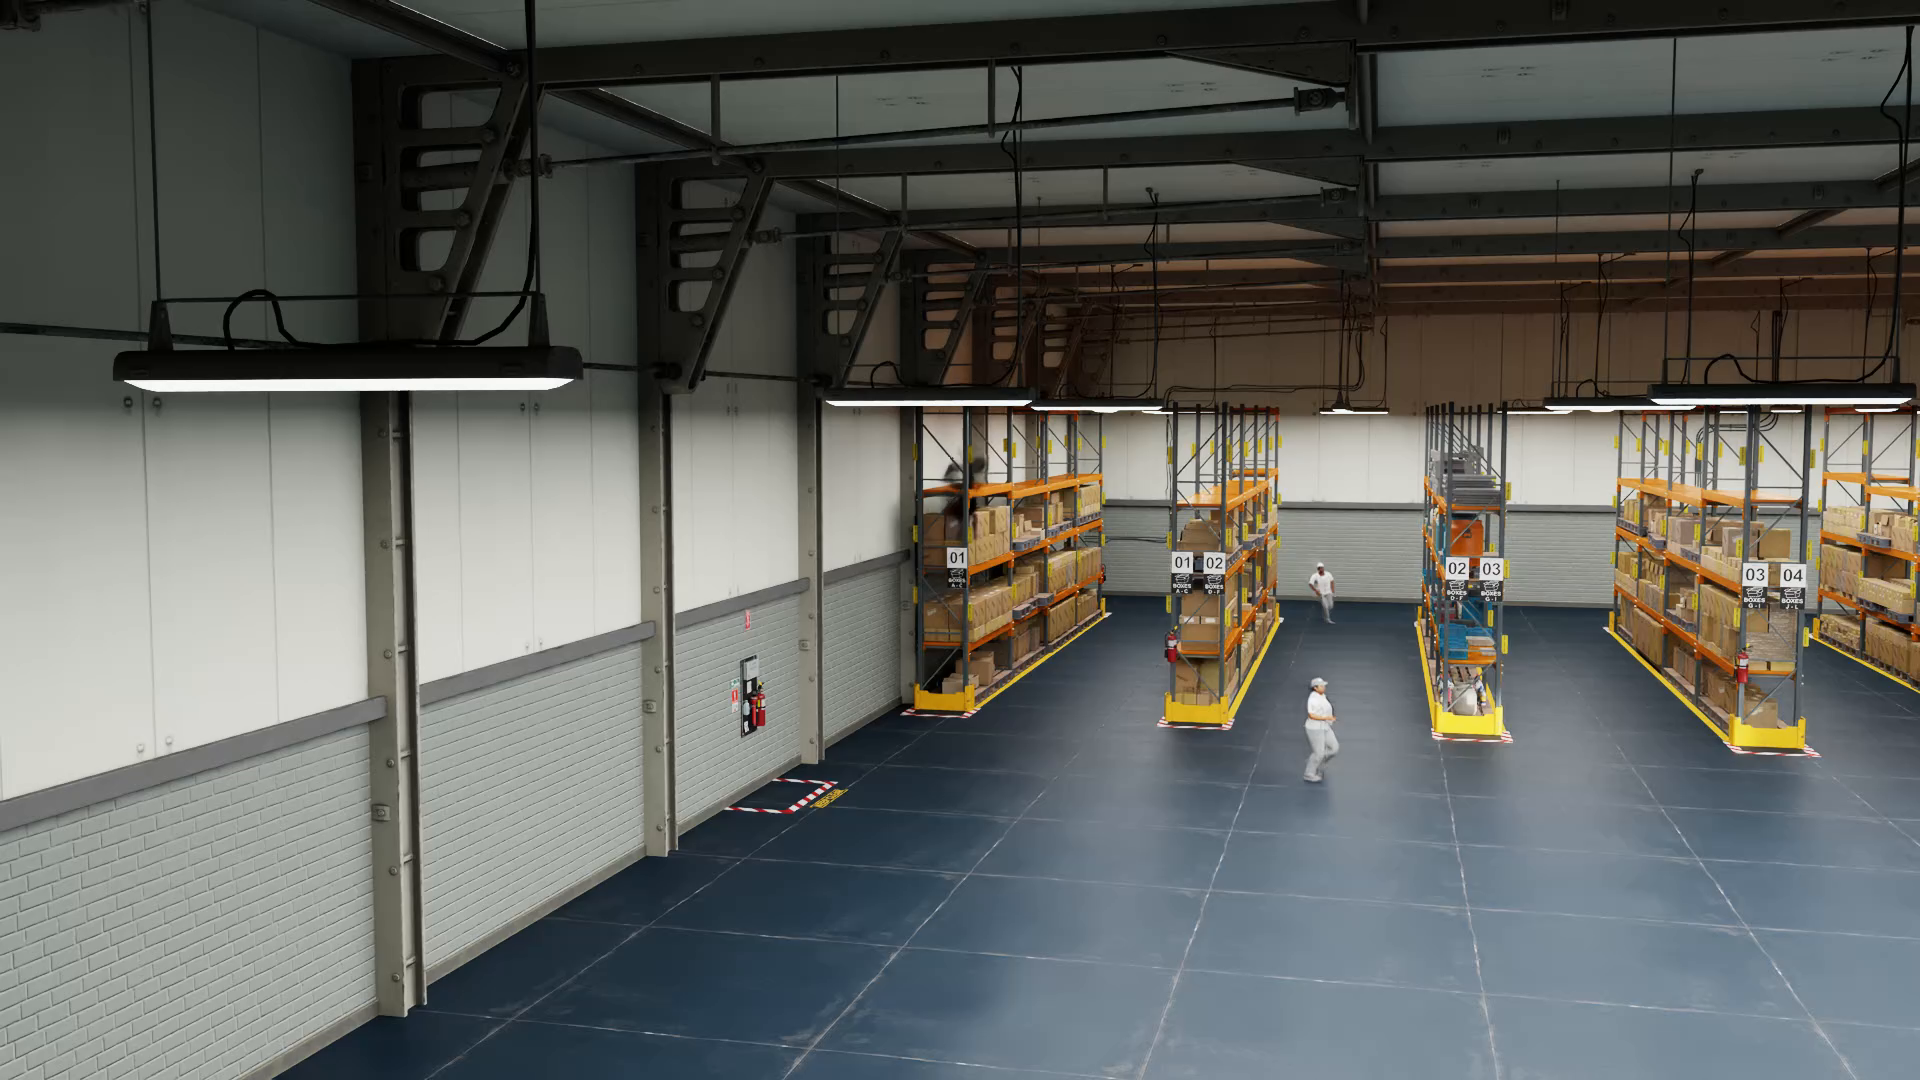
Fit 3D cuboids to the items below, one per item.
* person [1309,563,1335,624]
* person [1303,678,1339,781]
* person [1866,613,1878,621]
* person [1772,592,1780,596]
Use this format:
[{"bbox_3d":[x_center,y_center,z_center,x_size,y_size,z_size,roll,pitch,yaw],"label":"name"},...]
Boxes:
[{"bbox_3d":[10.040,1.472,46.121,0.740,1.693,0.549,-1,4,-7],"label":"person"},{"bbox_3d":[5.685,2.976,26.072,0.576,1.638,0.591,3,5,35],"label":"person"},{"bbox_3d":[24.027,1.629,44.004,0.706,1.786,0.639,1,4,15],"label":"person"},{"bbox_3d":[20.691,1.734,42.288,0.705,1.829,0.915,1,4,15],"label":"person"}]
